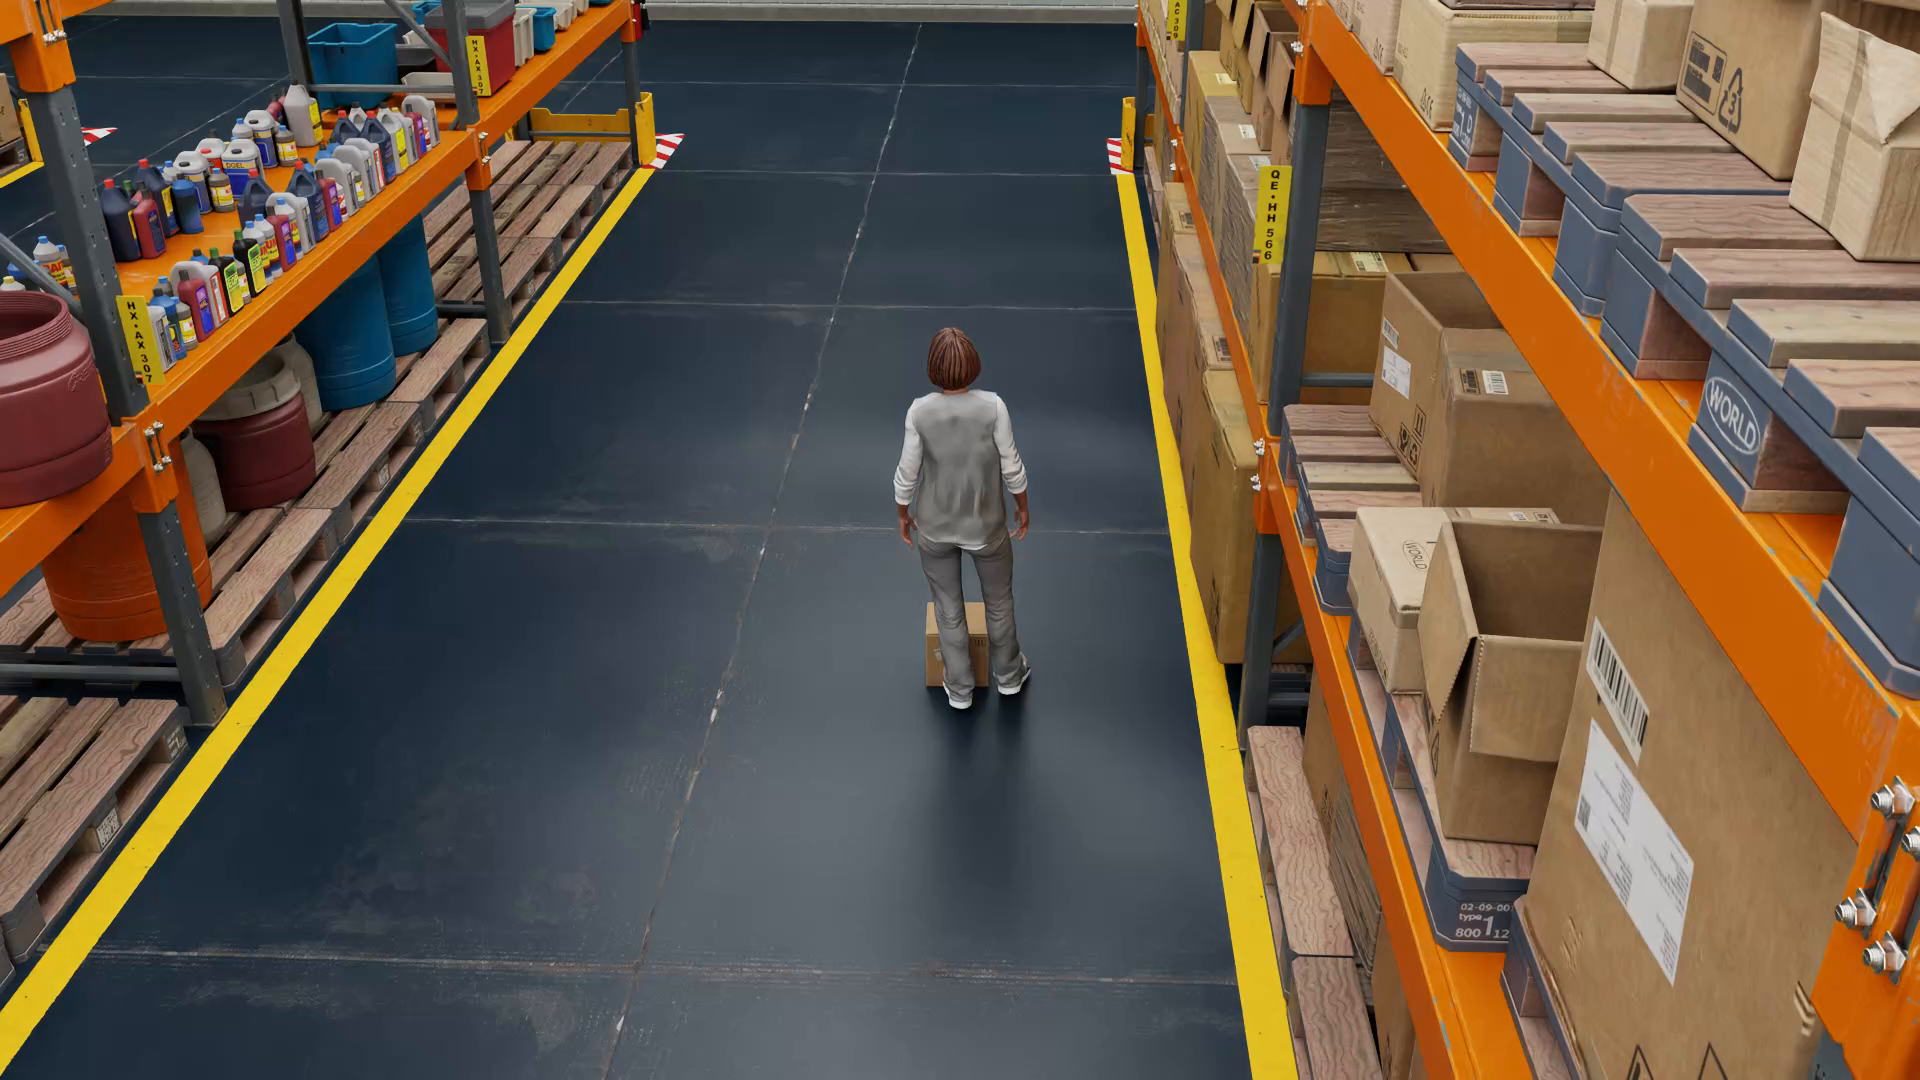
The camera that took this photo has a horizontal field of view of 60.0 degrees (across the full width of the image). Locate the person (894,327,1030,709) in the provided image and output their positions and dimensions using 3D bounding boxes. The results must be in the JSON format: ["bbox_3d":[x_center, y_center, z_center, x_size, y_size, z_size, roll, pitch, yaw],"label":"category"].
[{"bbox_3d":[0.020,-0.087,6.273,0.520,1.597,0.475,1,28,2],"label":"person"}]
